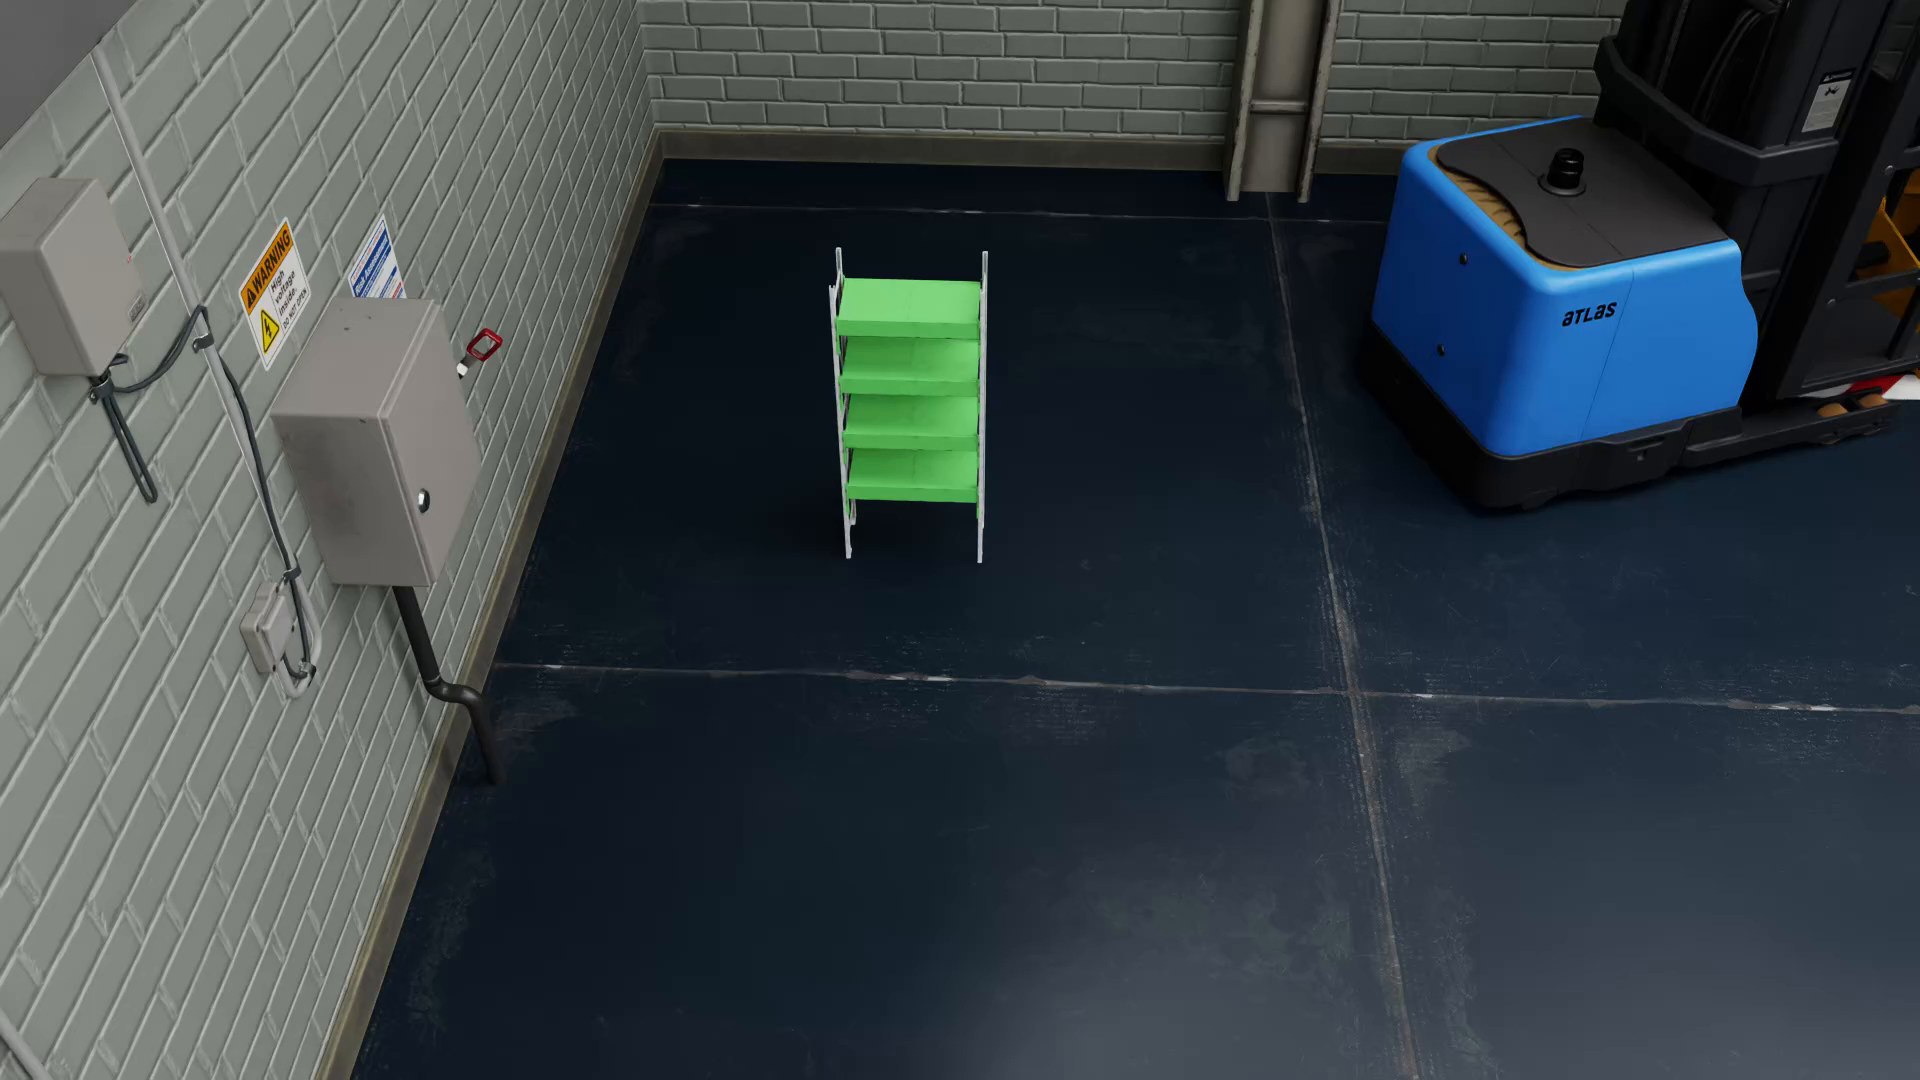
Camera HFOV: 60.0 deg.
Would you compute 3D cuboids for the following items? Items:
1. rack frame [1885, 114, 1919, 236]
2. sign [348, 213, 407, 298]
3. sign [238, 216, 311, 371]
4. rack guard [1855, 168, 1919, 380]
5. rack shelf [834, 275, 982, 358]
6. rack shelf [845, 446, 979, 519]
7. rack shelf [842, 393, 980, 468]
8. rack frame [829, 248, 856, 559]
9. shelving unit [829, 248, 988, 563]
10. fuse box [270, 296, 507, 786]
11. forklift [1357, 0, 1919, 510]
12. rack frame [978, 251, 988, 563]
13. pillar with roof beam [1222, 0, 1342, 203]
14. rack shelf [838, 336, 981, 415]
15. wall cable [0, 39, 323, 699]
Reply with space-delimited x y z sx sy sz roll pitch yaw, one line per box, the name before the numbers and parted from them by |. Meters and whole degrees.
rack frame | 4.139 -2.134 6.340 0.127 3.000 1.000 2 43 2
sign | -1.659 -0.645 4.811 0.001 0.494 0.329 2 43 2
sign | -1.684 -0.608 4.096 0.001 0.242 0.339 2 43 2
rack guard | 4.215 -1.217 7.190 0.348 0.500 1.175 2 43 2
rack shelf | -0.165 -0.749 5.563 0.480 0.148 0.258 2 43 2
rack shelf | -0.165 -0.222 6.054 0.480 0.148 0.258 2 43 2
rack shelf | -0.165 -0.397 5.890 0.480 0.148 0.258 2 43 2
rack frame | -0.409 -0.452 5.855 0.015 1.200 0.240 2 43 2
shelving unit | -0.165 -0.444 5.846 0.503 1.200 0.258 2 43 2
fuse box | -1.475 0.134 4.850 0.414 1.711 0.539 2 43 2
forklift | 3.233 -1.784 6.015 3.031 2.935 1.130 -13 44 -13
rack frame | 0.078 -0.437 5.838 0.015 1.200 0.240 2 43 2
pillar with roof beam | 1.292 -2.094 1.896 0.400 9.000 9.100 2 43 2
rack shelf | -0.165 -0.573 5.726 0.480 0.148 0.258 2 43 2
wall cable | -1.663 -0.249 3.571 0.122 1.984 0.588 2 43 2
